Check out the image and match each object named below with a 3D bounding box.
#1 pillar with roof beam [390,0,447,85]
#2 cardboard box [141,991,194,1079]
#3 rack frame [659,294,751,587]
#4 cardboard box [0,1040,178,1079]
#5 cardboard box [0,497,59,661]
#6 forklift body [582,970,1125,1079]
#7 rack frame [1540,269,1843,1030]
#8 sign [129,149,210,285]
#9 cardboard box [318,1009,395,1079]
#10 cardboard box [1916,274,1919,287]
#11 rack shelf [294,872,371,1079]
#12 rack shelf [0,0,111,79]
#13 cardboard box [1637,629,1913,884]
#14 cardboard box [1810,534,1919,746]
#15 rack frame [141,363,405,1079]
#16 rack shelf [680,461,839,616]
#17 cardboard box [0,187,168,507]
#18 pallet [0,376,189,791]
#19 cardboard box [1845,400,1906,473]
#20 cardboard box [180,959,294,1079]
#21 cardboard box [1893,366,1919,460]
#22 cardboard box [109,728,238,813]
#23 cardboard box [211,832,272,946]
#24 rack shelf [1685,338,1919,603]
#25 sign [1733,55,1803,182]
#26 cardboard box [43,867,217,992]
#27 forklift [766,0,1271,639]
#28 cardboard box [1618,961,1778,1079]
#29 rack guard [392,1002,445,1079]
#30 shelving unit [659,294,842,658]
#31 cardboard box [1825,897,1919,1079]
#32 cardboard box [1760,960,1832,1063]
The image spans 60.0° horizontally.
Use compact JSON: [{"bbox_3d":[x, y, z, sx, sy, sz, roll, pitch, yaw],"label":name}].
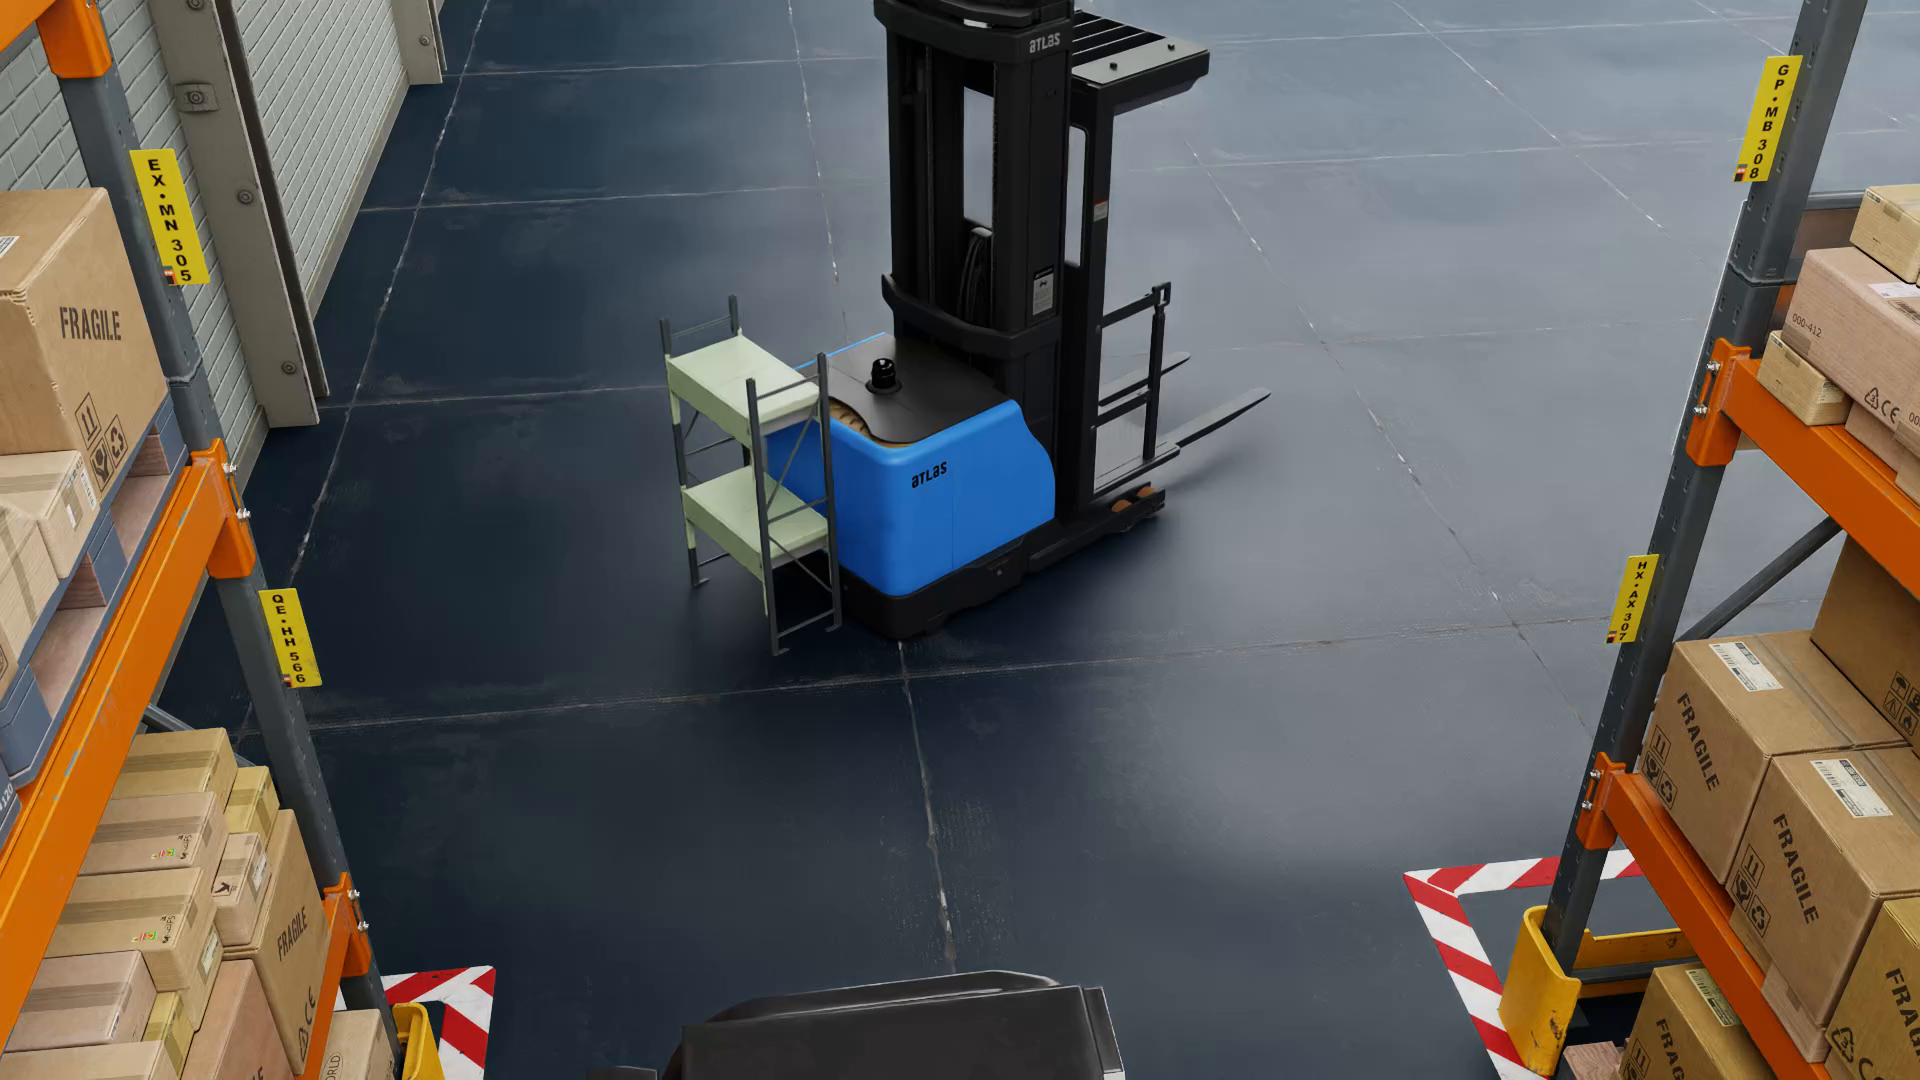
[{"bbox_3d":[-0.484,-8.169,12.746,9.100,9.000,0.400,-4,35,-6],"label":"pillar with roof beam"},{"bbox_3d":[-1.952,1.168,3.708,0.380,0.149,0.250,-5,35,-7],"label":"cardboard box"},{"bbox_3d":[-1.199,-0.456,8.084,0.400,1.500,0.023,-25,41,-31],"label":"rack frame"},{"bbox_3d":[-1.848,1.188,3.414,0.380,0.149,0.250,-4,34,-5],"label":"cardboard box"},{"bbox_3d":[-1.890,0.058,2.996,0.396,0.266,0.258,-4,35,-6],"label":"cardboard box"},{"bbox_3d":[-0.273,2.147,3.690,2.313,2.155,1.214,-4,35,-6],"label":"forklift body"},{"bbox_3d":[2.582,0.498,5.356,1.000,3.000,0.127,-4,35,-6],"label":"rack frame"},{"bbox_3d":[-1.797,-0.730,3.778,0.100,0.325,0.005,-4,35,-6],"label":"sign"},{"bbox_3d":[-1.965,1.659,4.833,0.500,0.250,0.500,-3,34,-5],"label":"cardboard box"},{"bbox_3d":[2.477,-0.614,3.839,0.380,0.149,0.250,-5,35,-7],"label":"cardboard box"},{"bbox_3d":[-2.067,2.289,3.366,1.077,0.370,4.000,-4,35,-6],"label":"rack shelf"},{"bbox_3d":[-2.067,-0.025,1.789,1.077,0.370,4.000,-4,35,-6],"label":"rack shelf"},{"bbox_3d":[2.371,0.619,4.825,0.500,0.500,0.500,-5,35,-7],"label":"cardboard box"},{"bbox_3d":[2.867,0.189,4.568,0.700,0.500,0.500,-5,35,-8],"label":"cardboard box"},{"bbox_3d":[-2.336,0.876,4.801,1.000,3.000,0.127,-4,35,-6],"label":"rack frame"},{"bbox_3d":[-0.970,-0.027,8.032,0.431,0.370,0.720,-25,41,-31],"label":"rack shelf"},{"bbox_3d":[-2.035,-0.391,3.447,0.500,0.500,0.500,-3,34,-5],"label":"cardboard box"},{"bbox_3d":[-2.267,0.069,3.400,1.003,0.211,1.213,-4,35,-6],"label":"pallet"},{"bbox_3d":[2.429,-0.289,4.069,0.380,0.149,0.250,-5,35,-8],"label":"cardboard box"},{"bbox_3d":[-1.949,1.379,3.973,0.500,0.500,0.500,-3,34,-5],"label":"cardboard box"},{"bbox_3d":[2.444,-0.220,3.615,0.500,0.250,0.500,-5,35,-7],"label":"cardboard box"},{"bbox_3d":[-2.079,0.627,4.237,0.380,0.149,0.250,-4,35,-6],"label":"cardboard box"},{"bbox_3d":[-1.948,0.879,4.132,0.380,0.149,0.250,-4,34,-6],"label":"cardboard box"},{"bbox_3d":[2.851,0.672,3.076,1.077,0.370,4.000,-4,35,-6],"label":"rack shelf"},{"bbox_3d":[2.044,-1.062,4.205,0.100,0.325,0.005,-4,35,-6],"label":"sign"},{"bbox_3d":[-1.953,0.907,3.827,0.380,0.149,0.250,-4,34,-5],"label":"cardboard box"},{"bbox_3d":[0.462,-1.450,8.275,3.031,2.935,1.130,-27,43,-34],"label":"forklift"},{"bbox_3d":[2.420,1.635,5.090,0.500,0.500,0.500,-5,35,-8],"label":"cardboard box"},{"bbox_3d":[-2.339,1.895,5.525,1.175,0.500,0.348,-4,35,-6],"label":"rack guard"},{"bbox_3d":[-0.972,-0.295,7.847,0.431,1.500,0.755,-25,41,-31],"label":"shelving unit"},{"bbox_3d":[2.513,1.192,3.985,0.500,0.500,0.500,-5,35,-7],"label":"cardboard box"},{"bbox_3d":[2.414,1.246,4.481,0.380,0.149,0.250,-4,34,-6],"label":"cardboard box"}]
